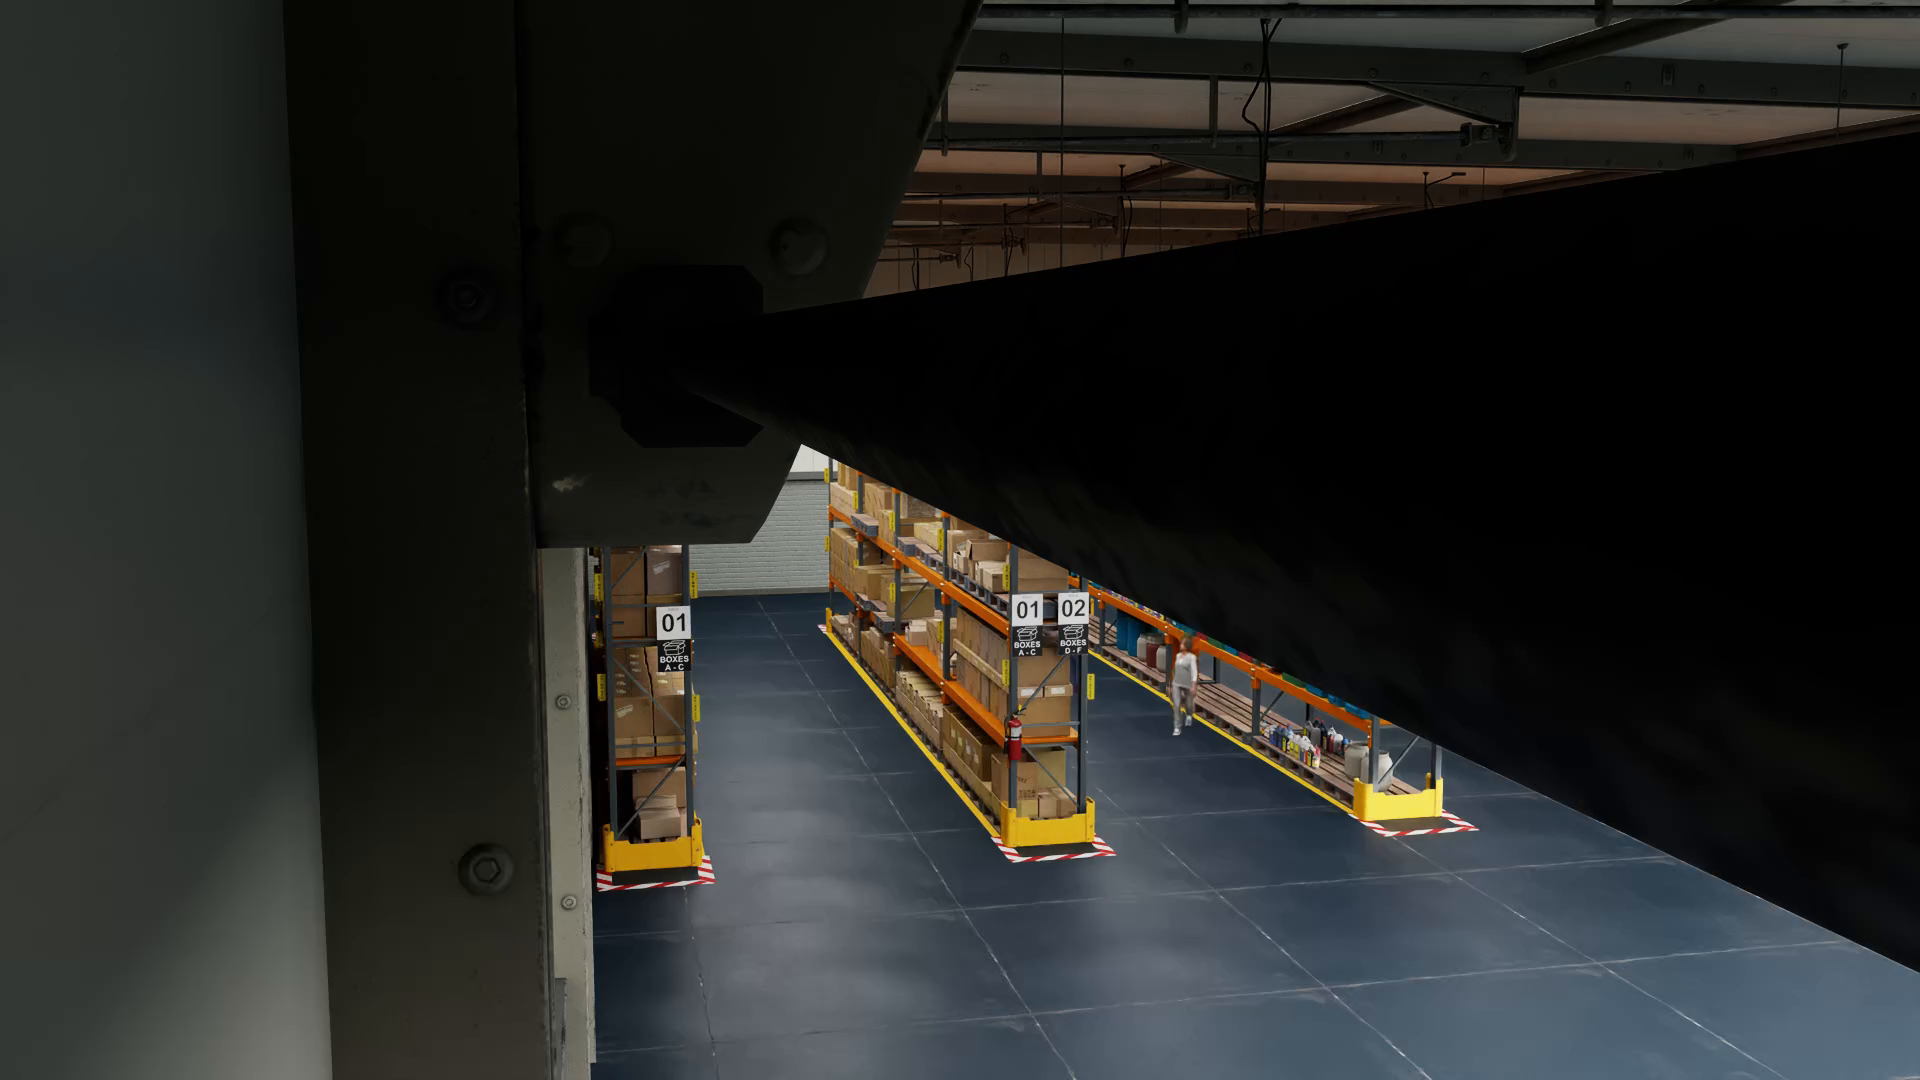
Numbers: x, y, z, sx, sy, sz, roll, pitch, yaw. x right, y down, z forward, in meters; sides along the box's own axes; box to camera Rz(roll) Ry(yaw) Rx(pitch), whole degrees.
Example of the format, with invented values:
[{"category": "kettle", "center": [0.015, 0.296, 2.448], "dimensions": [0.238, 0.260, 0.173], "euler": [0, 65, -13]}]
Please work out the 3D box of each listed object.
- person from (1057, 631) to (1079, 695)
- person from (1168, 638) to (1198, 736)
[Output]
[{"category": "person", "center": [1.986, 1.965, 30.157], "dimensions": [0.545, 1.593, 0.921], "euler": [-2, 7, -17]}, {"category": "person", "center": [3.610, 2.356, 26.949], "dimensions": [0.471, 1.554, 0.637], "euler": [1, 7, 9]}]
